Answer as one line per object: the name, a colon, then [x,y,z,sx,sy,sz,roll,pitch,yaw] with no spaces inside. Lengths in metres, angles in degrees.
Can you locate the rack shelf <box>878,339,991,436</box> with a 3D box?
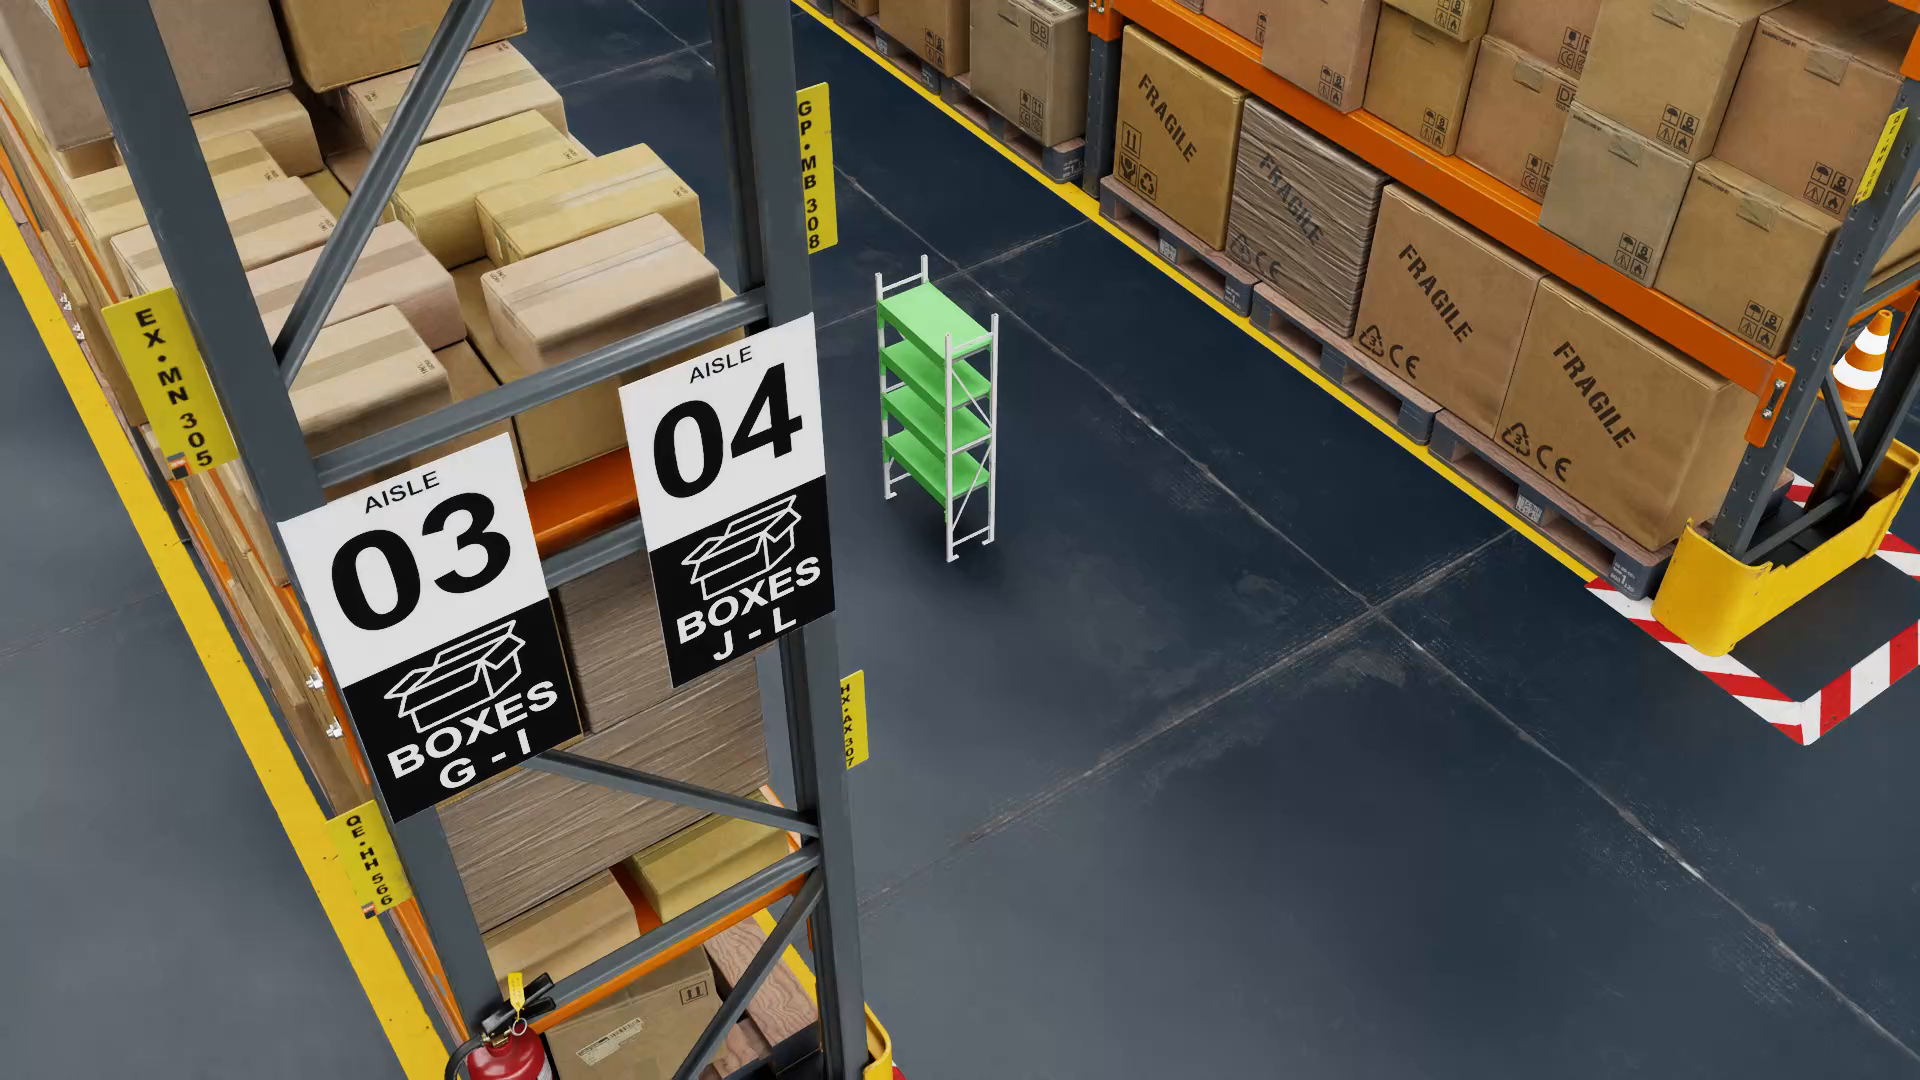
rack shelf: [-0.095,-0.655,6.803,0.258,0.148,0.480,-26,49,-24]

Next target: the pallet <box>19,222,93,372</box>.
pallet: [-4.150,-1.421,8.576,1.003,0.211,1.213,-26,49,-24]

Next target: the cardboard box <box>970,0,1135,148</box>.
cardboard box: [0.695,-2.854,9.383,1.050,0.750,0.750,-26,49,-25]

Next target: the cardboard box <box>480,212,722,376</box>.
cardboard box: [-0.681,-0.454,3.192,0.380,0.149,0.250,-26,49,-25]

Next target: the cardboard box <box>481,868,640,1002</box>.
cardboard box: [-1.046,0.979,4.225,0.380,0.149,0.250,-26,49,-24]

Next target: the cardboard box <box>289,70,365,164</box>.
cardboard box: [-1.357,-1.009,4.062,0.500,0.250,0.500,-26,49,-25]

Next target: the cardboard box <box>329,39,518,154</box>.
cardboard box: [-1.229,-1.055,3.822,0.380,0.149,0.250,-26,49,-25]

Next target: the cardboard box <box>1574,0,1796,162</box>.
cardboard box: [2.842,-1.879,6.147,0.875,0.550,0.550,-26,49,-24]

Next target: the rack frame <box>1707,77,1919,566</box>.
rack frame: [3.413,-0.934,6.047,1.000,3.000,0.127,-26,49,-24]

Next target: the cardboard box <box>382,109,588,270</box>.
cardboard box: [-0.996,-0.734,3.485,0.380,0.149,0.250,-27,50,-25]

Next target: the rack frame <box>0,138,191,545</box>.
rack frame: [-3.002,-1.297,6.428,1.000,3.000,0.127,-26,49,-24]

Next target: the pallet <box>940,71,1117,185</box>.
pallet: [0.621,-2.598,9.810,1.003,0.211,1.213,-26,49,-24]

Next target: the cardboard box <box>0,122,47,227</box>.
cardboard box: [-2.953,-1.447,5.573,0.500,0.500,0.500,-26,49,-24]

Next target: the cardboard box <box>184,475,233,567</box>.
cardboard box: [-1.805,-0.316,4.388,0.500,0.500,0.500,-26,49,-24]

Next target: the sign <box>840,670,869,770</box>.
sign: [-0.268,0.441,3.980,0.100,0.325,0.005,-26,49,-24]

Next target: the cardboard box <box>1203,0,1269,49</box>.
cardboard box: [1.678,-2.747,7.837,0.875,0.550,0.550,-26,49,-24]

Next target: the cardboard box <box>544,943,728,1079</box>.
cardboard box: [-1.057,1.360,5.150,0.500,0.500,0.500,-17,46,-17]

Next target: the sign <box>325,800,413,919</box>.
sign: [-1.180,0.643,3.328,0.100,0.325,0.005,-26,49,-24]

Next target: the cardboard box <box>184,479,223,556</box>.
cardboard box: [-1.917,-0.322,5.118,0.875,0.500,0.500,-26,49,-24]

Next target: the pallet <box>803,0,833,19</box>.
pallet: [-0.775,-3.980,11.257,1.003,0.211,1.213,-26,49,-24]

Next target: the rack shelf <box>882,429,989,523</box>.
rack shelf: [-0.095,-0.308,7.135,0.258,0.148,0.480,-26,49,-24]

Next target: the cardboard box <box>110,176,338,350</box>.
cardboard box: [-1.427,-0.546,3.288,0.380,0.149,0.250,-28,50,-26]

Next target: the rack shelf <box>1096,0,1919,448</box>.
rack shelf: [2.269,-1.807,7.482,1.077,0.370,4.000,-26,49,-24]

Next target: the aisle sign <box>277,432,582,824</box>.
aisle sign: [-0.924,0.181,2.996,0.394,0.787,0.004,-26,49,-24]

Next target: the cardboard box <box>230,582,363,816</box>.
cardboard box: [-1.390,0.266,4.502,0.875,0.500,0.500,-26,49,-24]

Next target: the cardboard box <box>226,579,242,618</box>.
cardboard box: [-1.990,0.171,5.071,0.380,0.149,0.250,-26,49,-24]

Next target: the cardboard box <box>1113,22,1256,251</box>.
cardboard box: [1.427,-2.199,8.607,0.875,0.875,0.875,-25,49,-24]

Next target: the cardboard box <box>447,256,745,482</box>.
cardboard box: [-0.777,-0.438,3.463,0.500,0.250,0.500,-24,49,-23]

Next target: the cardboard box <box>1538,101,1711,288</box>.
cardboard box: [2.831,-1.483,6.514,0.875,0.550,0.550,-26,49,-24]

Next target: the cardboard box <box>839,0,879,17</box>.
cardboard box: [-0.386,-3.929,10.509,1.050,0.750,0.750,-25,49,-24]

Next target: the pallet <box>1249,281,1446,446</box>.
pallet: [2.197,-1.038,8.175,1.003,0.211,1.213,-26,49,-24]

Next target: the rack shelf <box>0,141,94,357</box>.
rack shelf: [-4.146,-2.170,7.863,1.077,0.370,4.000,-26,49,-24]

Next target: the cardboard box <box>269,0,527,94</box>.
cardboard box: [-1.341,-1.389,3.701,0.500,0.500,0.500,-26,49,-25]

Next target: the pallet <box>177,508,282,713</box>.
pallet: [-2.588,0.078,7.007,1.003,0.211,1.213,-26,49,-24]

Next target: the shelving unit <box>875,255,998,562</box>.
shelving unit: [-0.095,-0.528,6.925,0.258,1.200,0.503,-26,49,-24]

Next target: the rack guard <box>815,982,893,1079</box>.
rack guard: [-0.757,1.829,4.963,1.175,0.500,0.348,-26,49,-24]

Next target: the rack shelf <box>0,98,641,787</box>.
rack shelf: [-1.857,-0.989,4.454,1.077,0.370,4.000,-26,49,-24]

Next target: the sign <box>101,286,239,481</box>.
sign: [-1.180,-0.229,2.495,0.100,0.325,0.005,-26,49,-24]

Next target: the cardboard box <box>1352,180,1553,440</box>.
cardboard box: [2.465,-1.173,7.532,0.875,0.875,0.875,-26,50,-25]

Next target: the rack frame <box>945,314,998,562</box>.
rack frame: [0.045,-0.390,6.780,0.240,1.200,0.015,-26,49,-24]

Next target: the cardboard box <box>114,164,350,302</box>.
cardboard box: [-1.485,-0.517,3.547,0.500,0.250,0.500,-25,49,-24]

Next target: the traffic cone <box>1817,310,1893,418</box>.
traffic cone: [4.274,-0.878,7.826,0.336,0.463,0.334,-26,49,-24]

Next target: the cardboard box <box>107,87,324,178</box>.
cardboard box: [-1.630,-0.868,3.626,0.380,0.149,0.250,-25,49,-24]

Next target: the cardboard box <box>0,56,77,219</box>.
cardboard box: [-2.064,-1.093,4.150,0.500,0.250,0.500,-27,50,-25]

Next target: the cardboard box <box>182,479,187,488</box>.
cardboard box: [-2.390,-0.268,5.531,0.380,0.149,0.250,-26,49,-24]

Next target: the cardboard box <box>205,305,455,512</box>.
cardboard box: [-1.128,-0.241,2.969,0.380,0.149,0.250,-26,49,-24]

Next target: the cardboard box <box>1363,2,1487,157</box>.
cardboard box: [2.276,-2.134,7.195,0.875,0.550,0.500,-26,49,-24]

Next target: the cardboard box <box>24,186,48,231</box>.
cardboard box: [-2.795,-1.162,5.998,0.875,0.500,0.500,-26,49,-24]

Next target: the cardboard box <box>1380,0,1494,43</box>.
cardboard box: [2.223,-2.499,6.796,0.875,0.550,0.500,-26,49,-24]

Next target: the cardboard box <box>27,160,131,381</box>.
cardboard box: [-2.380,-0.882,4.980,0.500,0.500,0.500,-26,49,-24]

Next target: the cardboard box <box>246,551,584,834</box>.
cardboard box: [-1.231,0.249,3.796,0.500,0.500,0.500,-26,49,-24]

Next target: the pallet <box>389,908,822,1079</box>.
pallet: [-1.193,1.460,5.559,1.003,0.211,1.213,-26,49,-24]

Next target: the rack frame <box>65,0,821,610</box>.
rack frame: [-0.713,-1.202,1.983,1.000,3.000,0.127,-26,49,-24]
